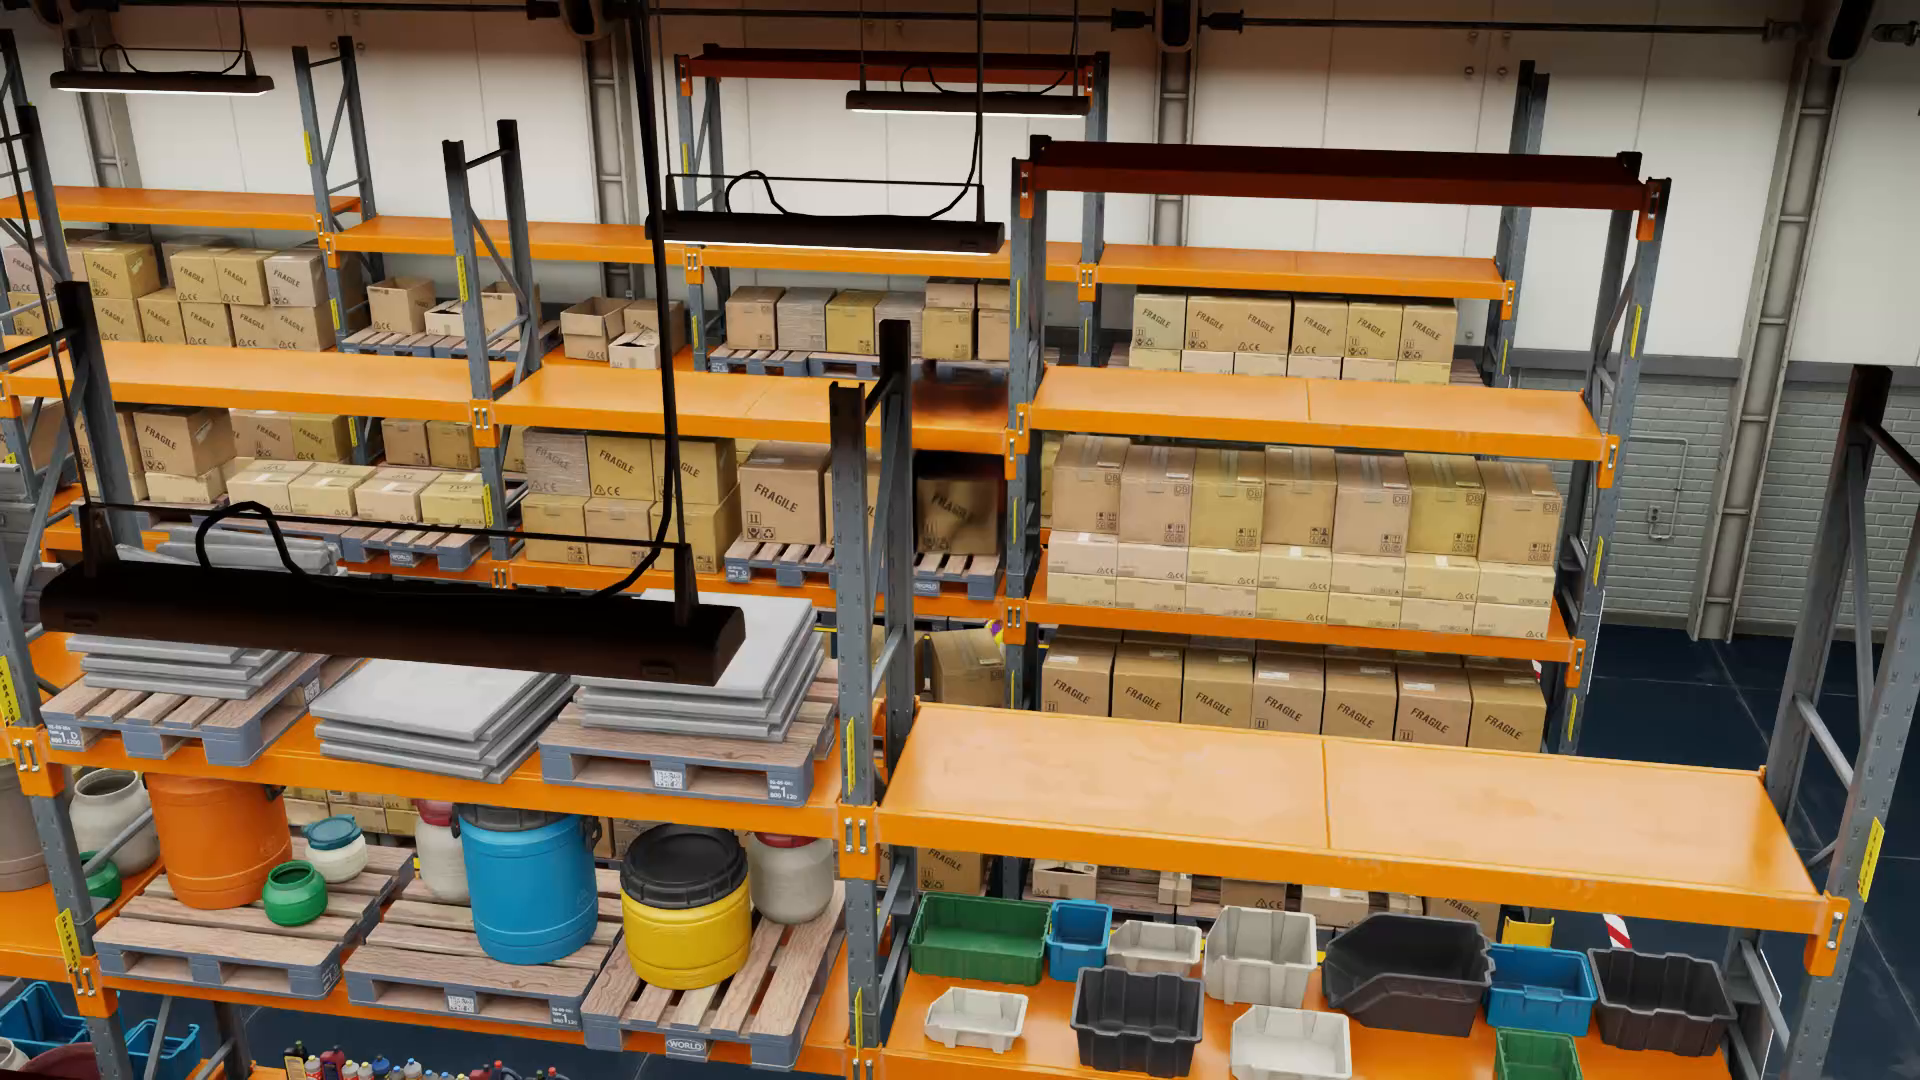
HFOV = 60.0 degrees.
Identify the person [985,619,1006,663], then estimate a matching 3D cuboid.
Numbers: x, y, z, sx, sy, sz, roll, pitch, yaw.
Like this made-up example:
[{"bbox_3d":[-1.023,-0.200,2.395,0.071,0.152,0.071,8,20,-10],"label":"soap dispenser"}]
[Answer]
[{"bbox_3d":[0.346,1.257,14.752,0.523,1.746,0.637,-14,27,-29],"label":"person"}]
